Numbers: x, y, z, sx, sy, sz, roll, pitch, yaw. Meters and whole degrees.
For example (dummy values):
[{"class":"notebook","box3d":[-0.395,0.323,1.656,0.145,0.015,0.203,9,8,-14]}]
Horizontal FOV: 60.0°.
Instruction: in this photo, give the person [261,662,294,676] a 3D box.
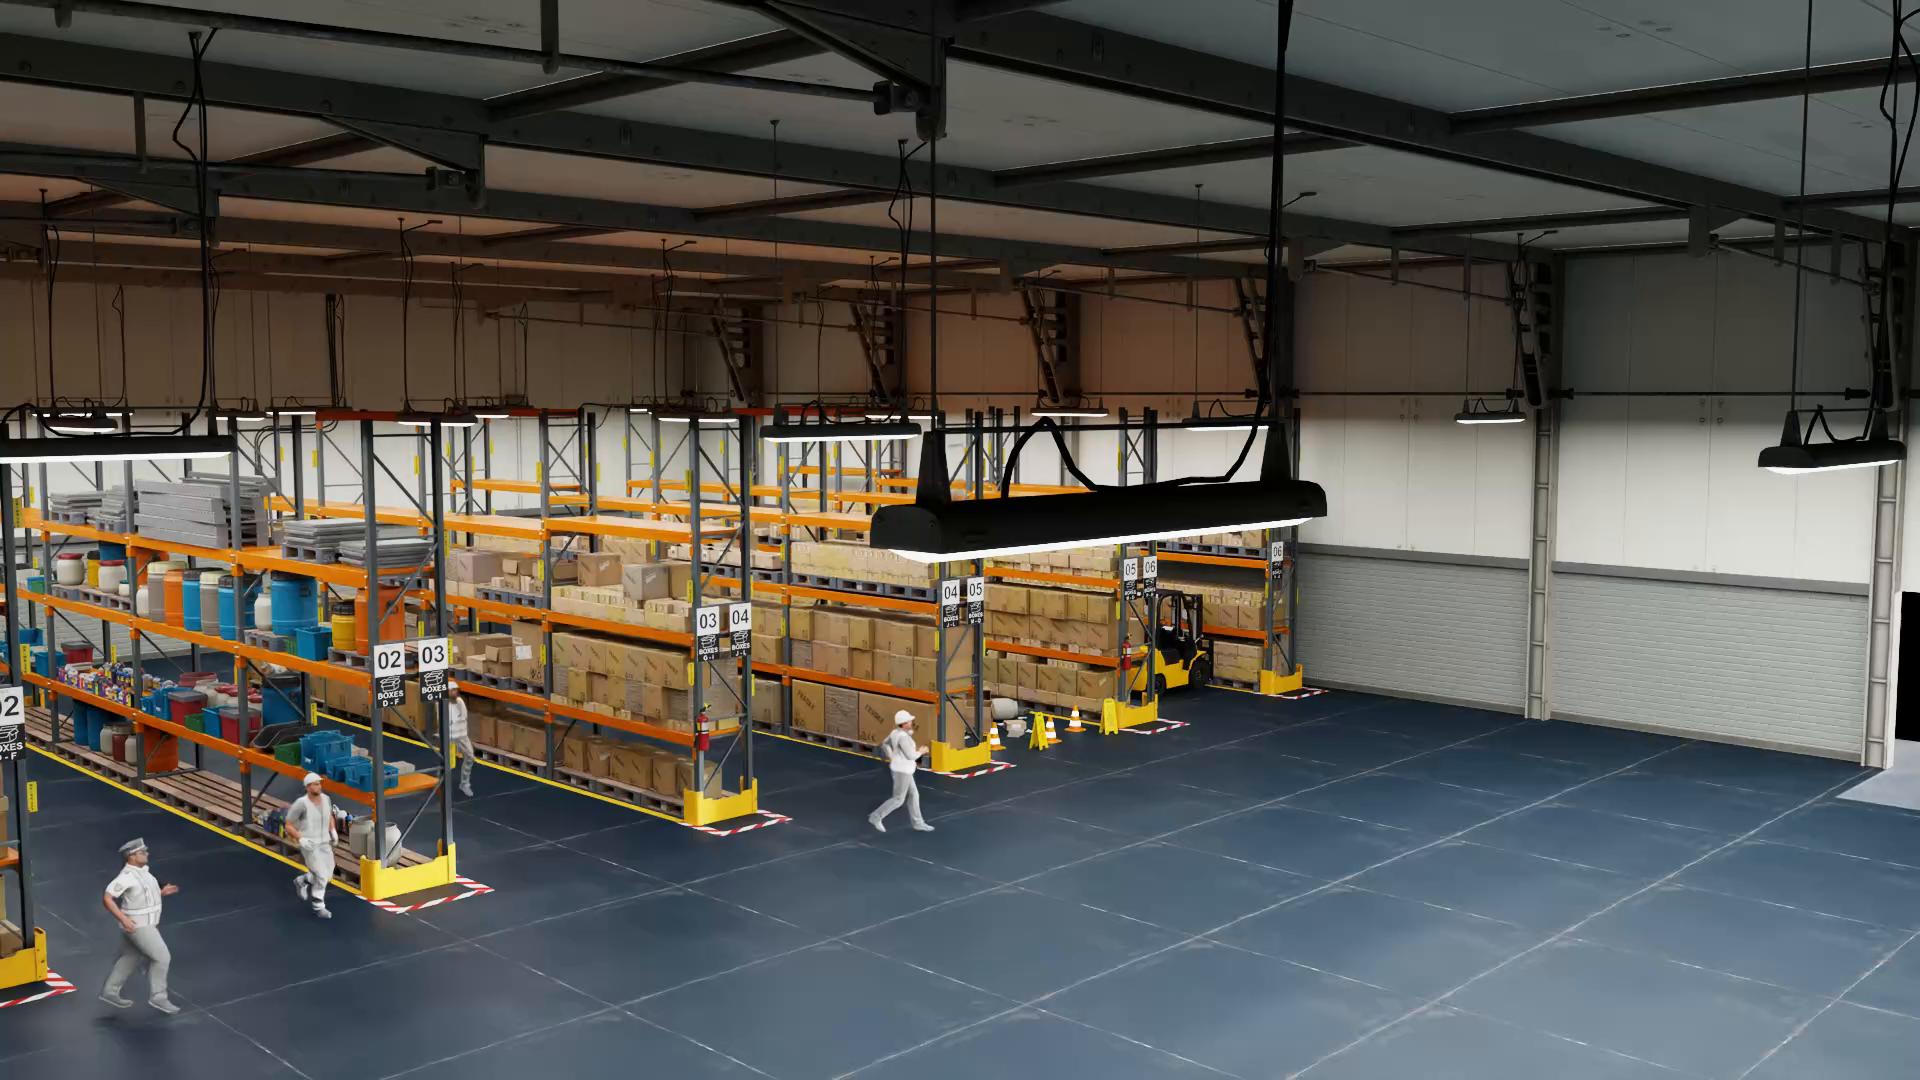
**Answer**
[{"class":"person","box3d":[-12.775,2.703,31.196,0.573,1.696,0.859,-4,6,-37]}]

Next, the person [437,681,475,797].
[{"class":"person","box3d":[-7.929,3.127,26.107,0.735,1.835,0.654,3,6,32]}]

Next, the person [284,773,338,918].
[{"class":"person","box3d":[-7.893,3.682,20.196,0.685,1.749,0.685,3,6,26]}]

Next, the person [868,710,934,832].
[{"class":"person","box3d":[-0.843,3.312,23.770,0.970,1.766,0.647,-1,5,-11]}]

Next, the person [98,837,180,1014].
[{"class":"person","box3d":[-8.373,3.941,16.953,0.782,1.837,0.635,-2,5,-21]}]
